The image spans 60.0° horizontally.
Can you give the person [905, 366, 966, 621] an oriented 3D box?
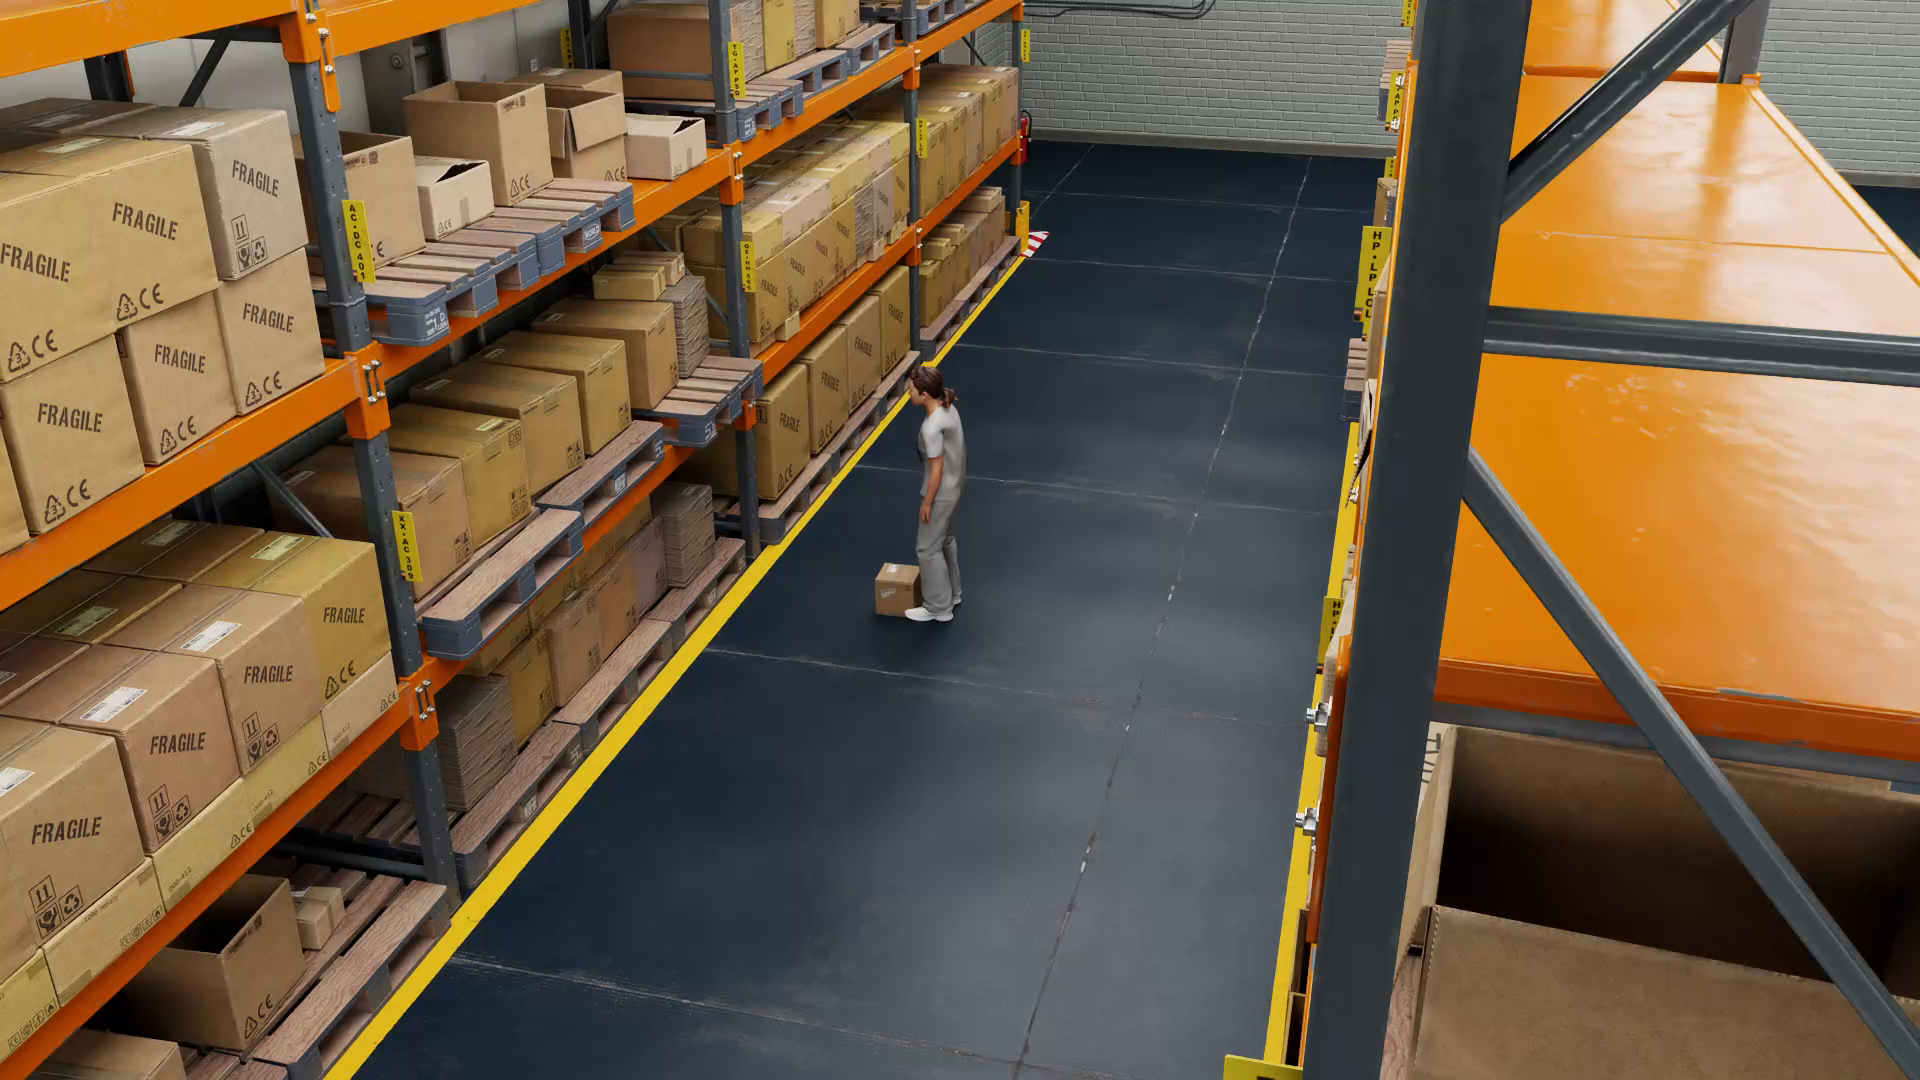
[{"bbox_3d":[-0.151,-0.287,10.327,0.365,1.651,0.514,5,26,10],"label":"person"}]
